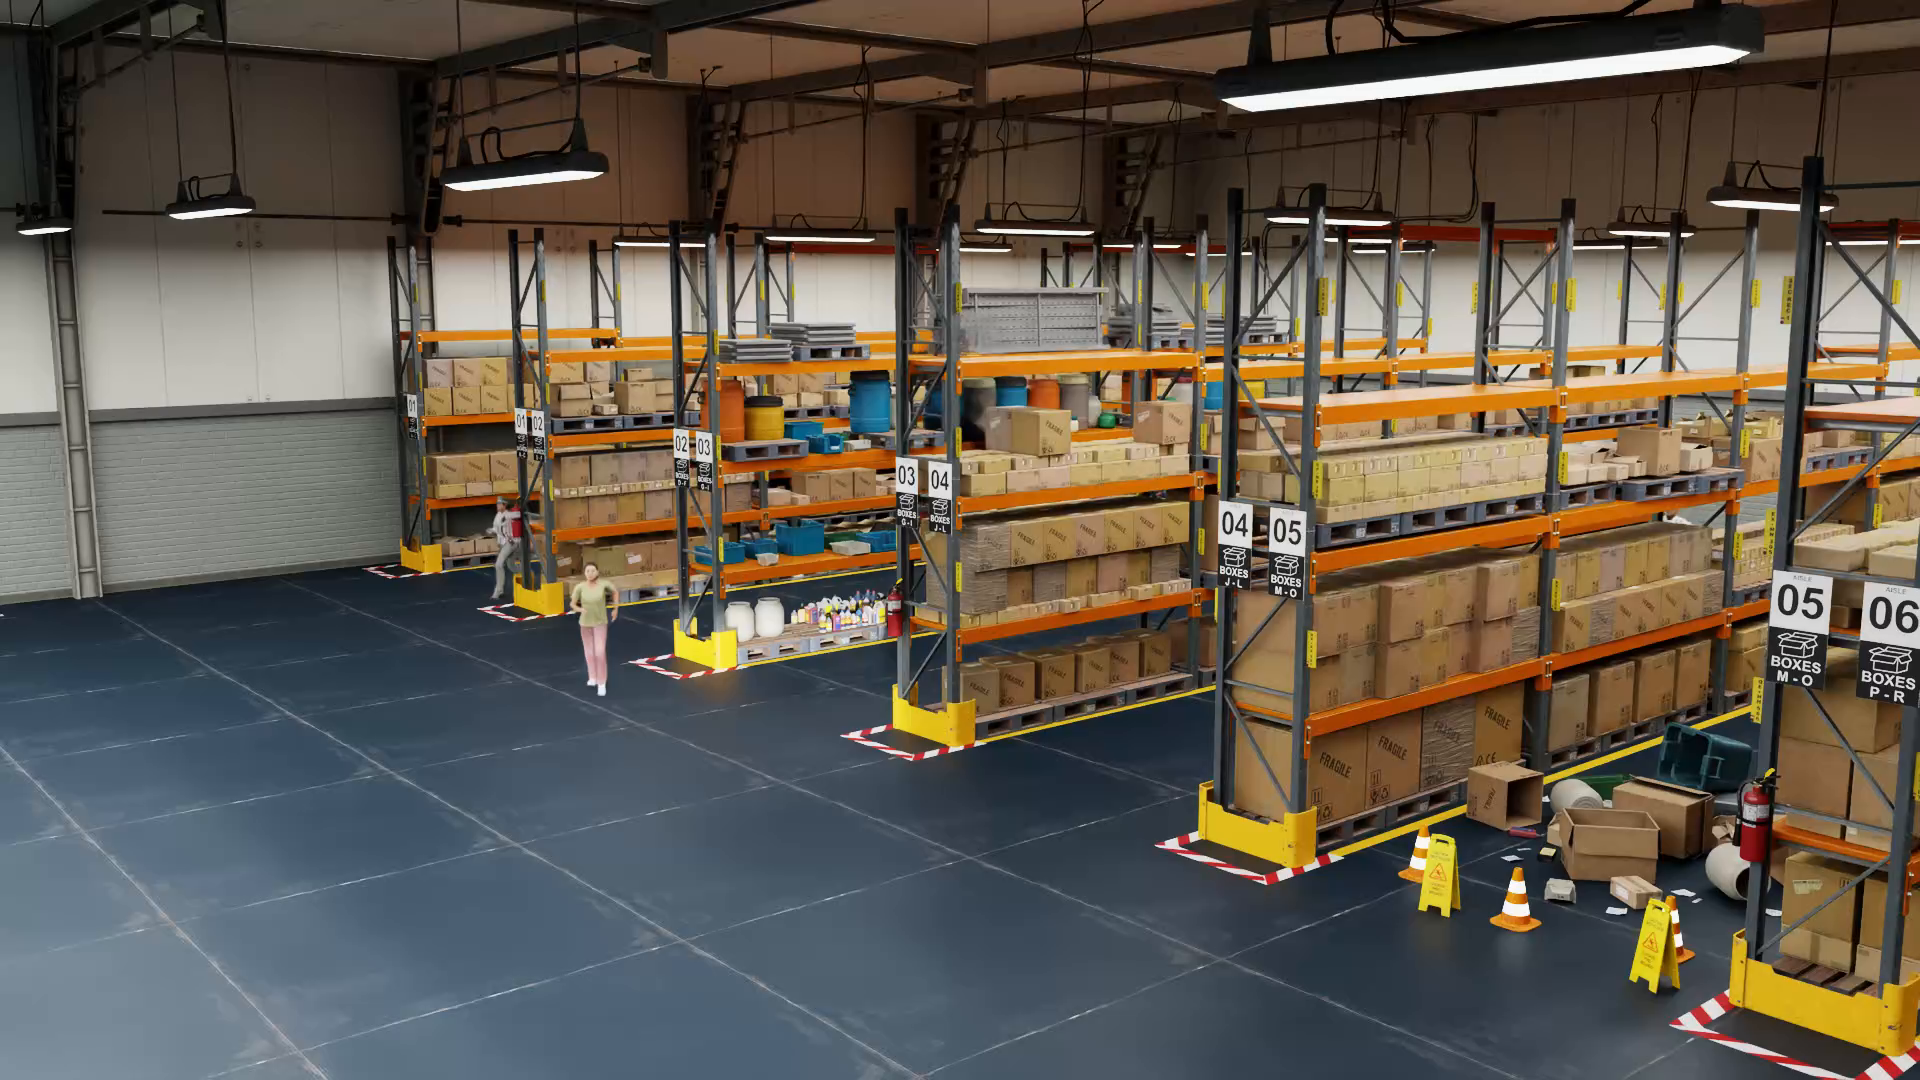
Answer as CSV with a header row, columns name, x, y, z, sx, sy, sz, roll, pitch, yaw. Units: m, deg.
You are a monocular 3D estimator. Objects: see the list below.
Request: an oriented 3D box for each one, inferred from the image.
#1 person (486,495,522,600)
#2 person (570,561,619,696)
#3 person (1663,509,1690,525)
name,x,y,z,sx,sy,sz,roll,pitch,yaw
person,-7.497,0.104,27.665,0.862,1.727,0.634,-8,12,-40
person,-4.646,1.117,21.148,0.591,1.724,0.714,-1,9,-6
person,11.372,0.221,26.608,0.736,1.769,0.676,-7,11,-38
